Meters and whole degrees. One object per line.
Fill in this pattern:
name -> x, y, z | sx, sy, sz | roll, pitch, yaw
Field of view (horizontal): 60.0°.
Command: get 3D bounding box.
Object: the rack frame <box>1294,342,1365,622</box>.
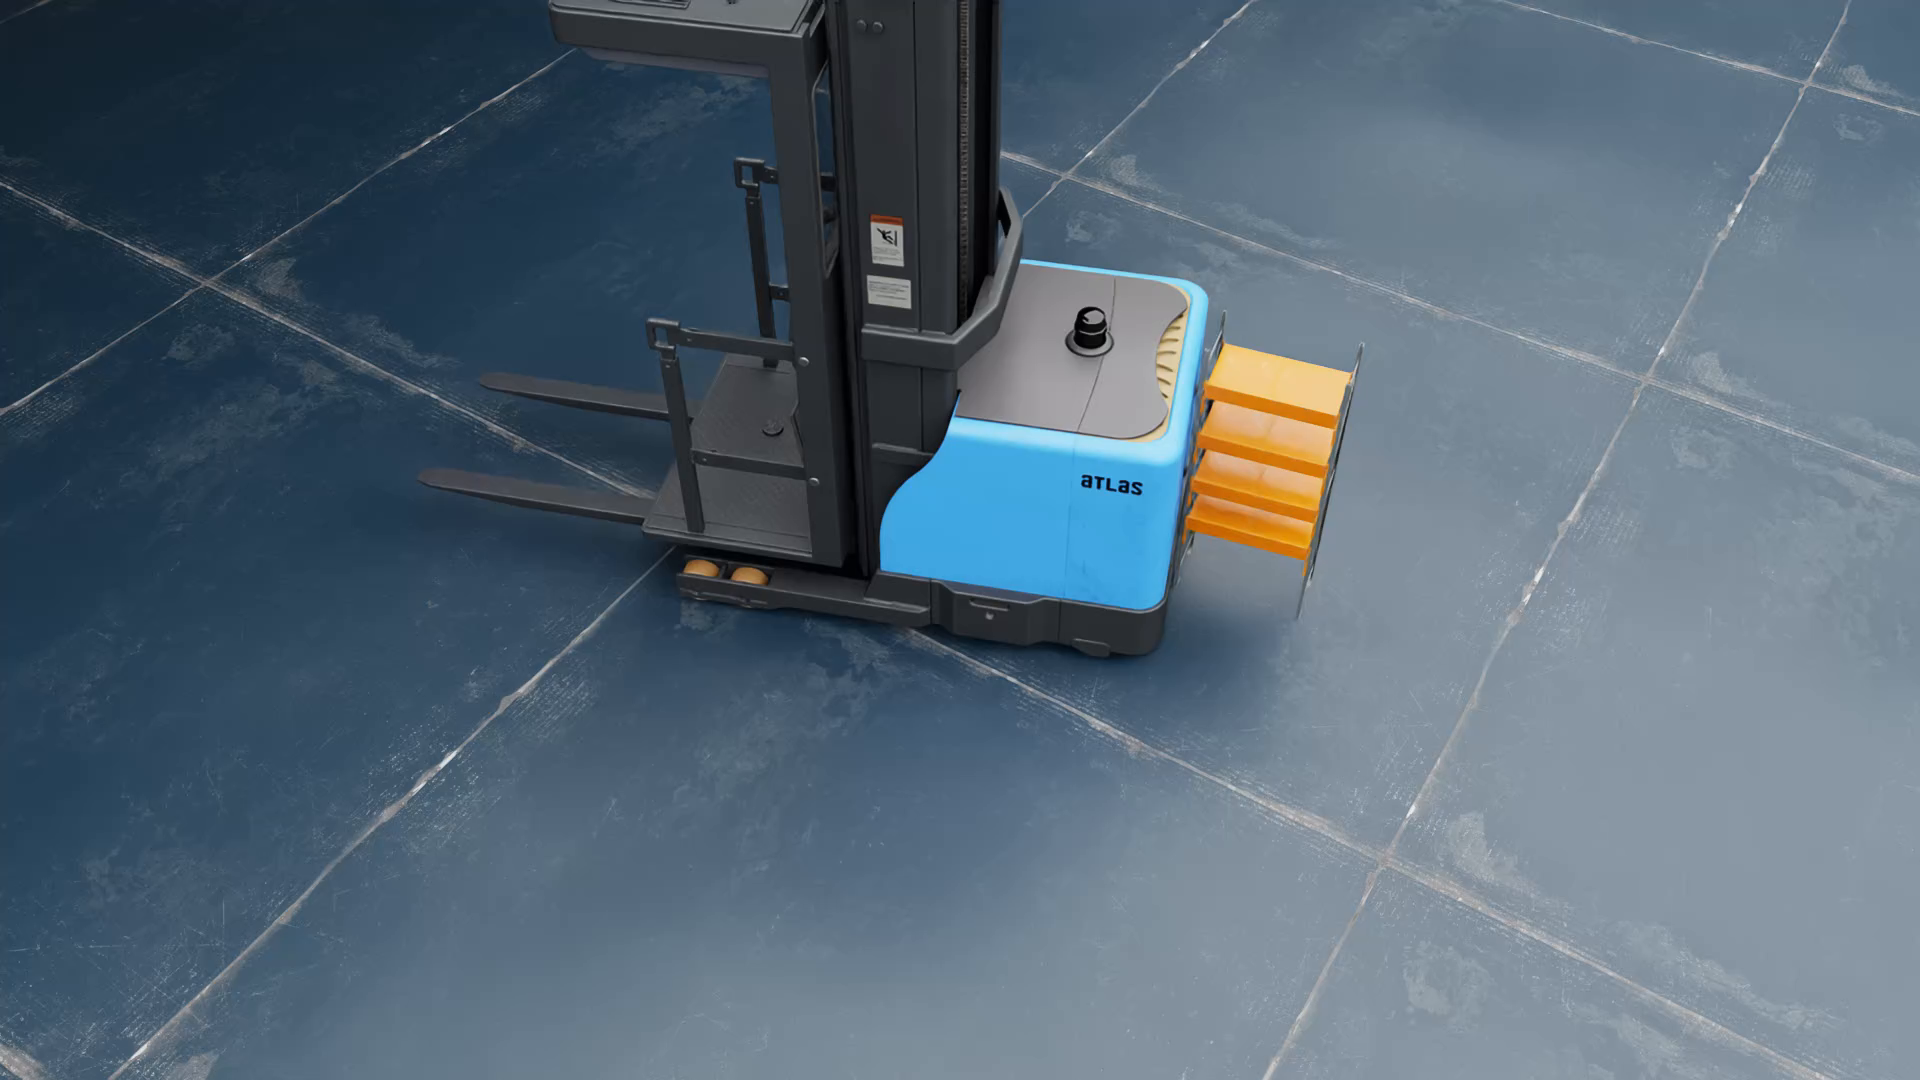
rack frame -> 1.347, -0.183, 6.092 | 0.015, 1.200, 0.240 | 16, 48, 15

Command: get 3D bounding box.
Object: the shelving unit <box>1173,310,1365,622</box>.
shelving unit -> 1.119, -0.247, 6.153 | 0.503, 1.200, 0.258 | 16, 48, 15

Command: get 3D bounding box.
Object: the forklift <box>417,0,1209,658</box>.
forklift -> -0.633, -1.117, 5.792 | 3.031, 2.935, 1.130 | 9, 46, 8

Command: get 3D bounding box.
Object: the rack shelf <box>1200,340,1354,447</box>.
rack shelf -> 1.119, -0.521, 5.871 | 0.480, 0.148, 0.258 | 16, 48, 15

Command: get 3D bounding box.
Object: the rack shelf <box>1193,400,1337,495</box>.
rack shelf -> 1.119, -0.356, 6.041 | 0.480, 0.148, 0.258 | 16, 48, 15

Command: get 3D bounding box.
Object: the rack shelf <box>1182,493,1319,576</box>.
rack shelf -> 1.119, -0.062, 6.344 | 0.480, 0.148, 0.258 | 16, 48, 15

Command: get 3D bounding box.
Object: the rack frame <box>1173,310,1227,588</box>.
rack frame -> 0.892, -0.310, 6.215 | 0.015, 1.200, 0.240 | 16, 48, 15

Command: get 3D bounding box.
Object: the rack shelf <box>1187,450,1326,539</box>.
rack shelf -> 1.119, -0.200, 6.201 | 0.480, 0.148, 0.258 | 16, 48, 15
